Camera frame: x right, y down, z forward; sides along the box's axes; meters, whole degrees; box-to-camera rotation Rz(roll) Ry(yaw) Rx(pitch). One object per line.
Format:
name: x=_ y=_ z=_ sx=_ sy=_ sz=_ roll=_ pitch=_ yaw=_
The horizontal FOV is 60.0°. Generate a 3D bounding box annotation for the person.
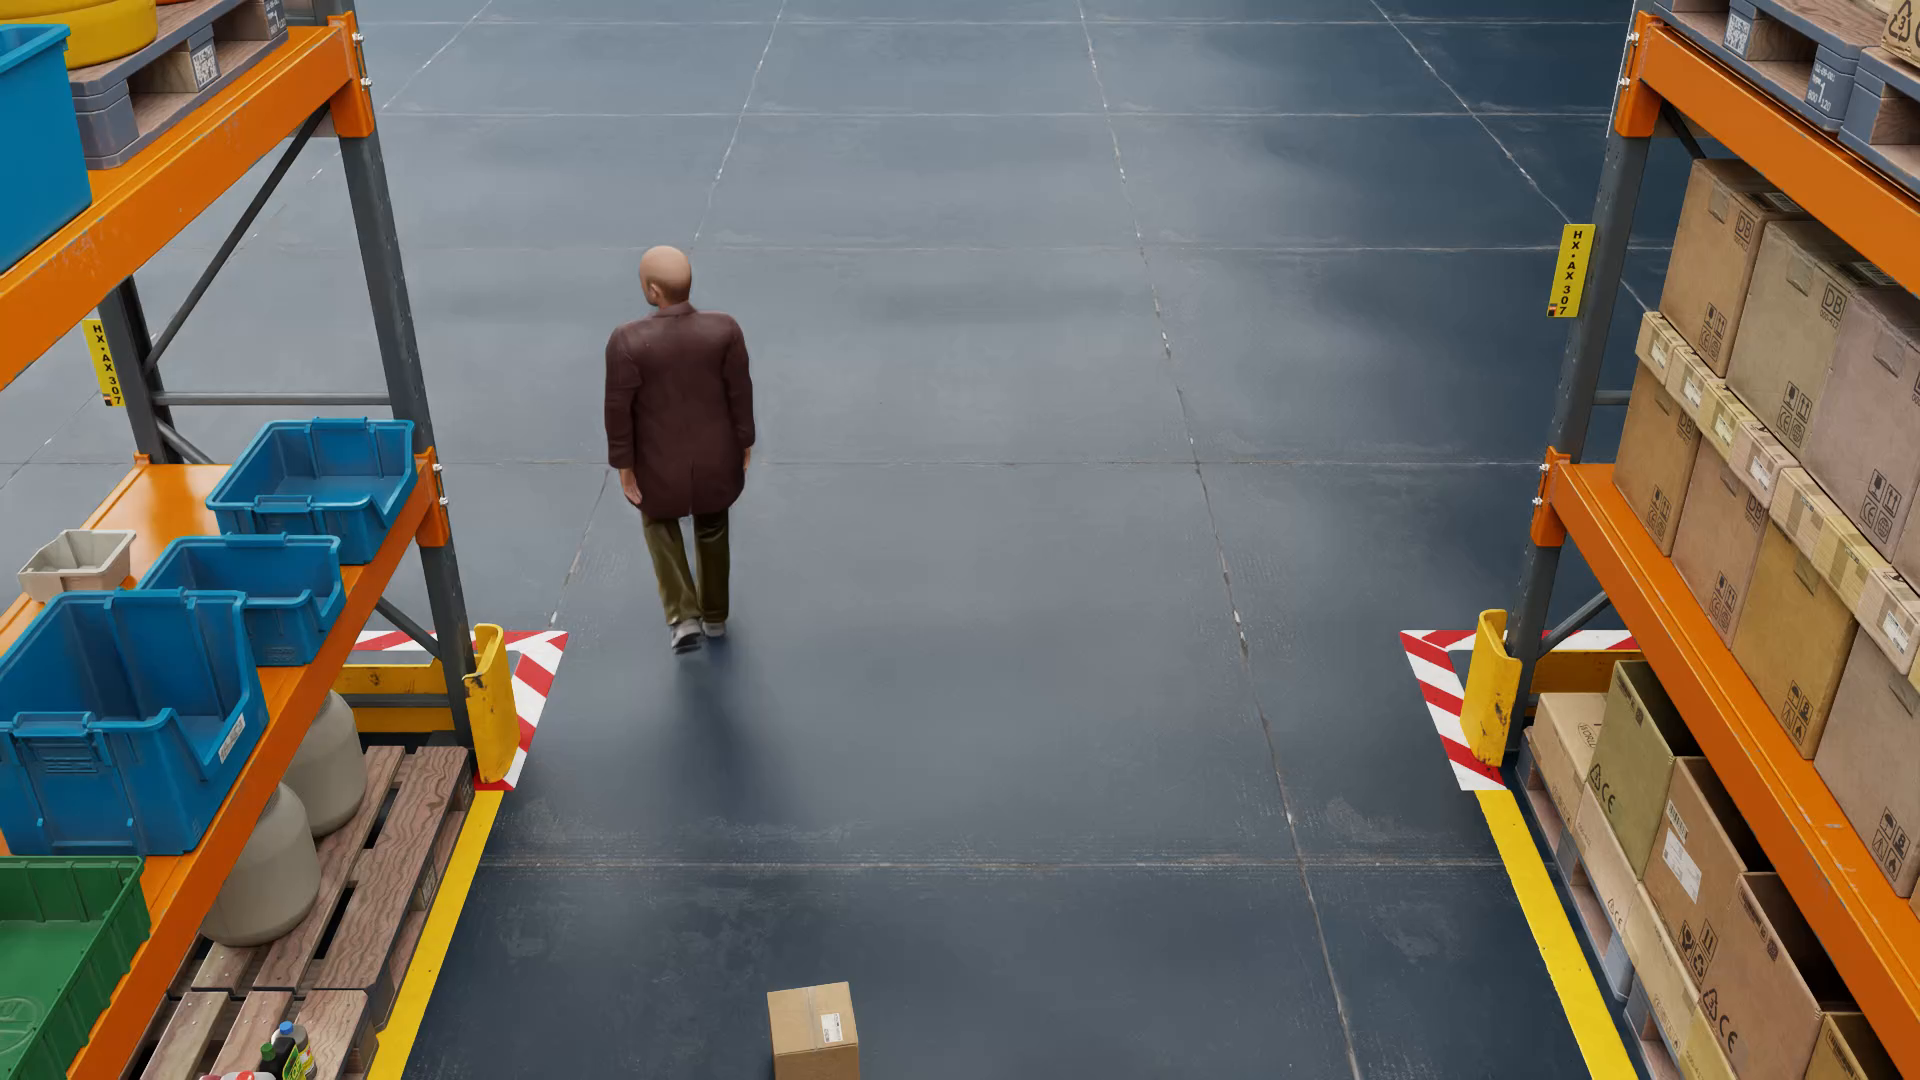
person: x=-1.115 y=-0.264 z=6.749 sx=0.599 sy=1.590 sz=0.625 roll=-9 pitch=32 yaw=-14
